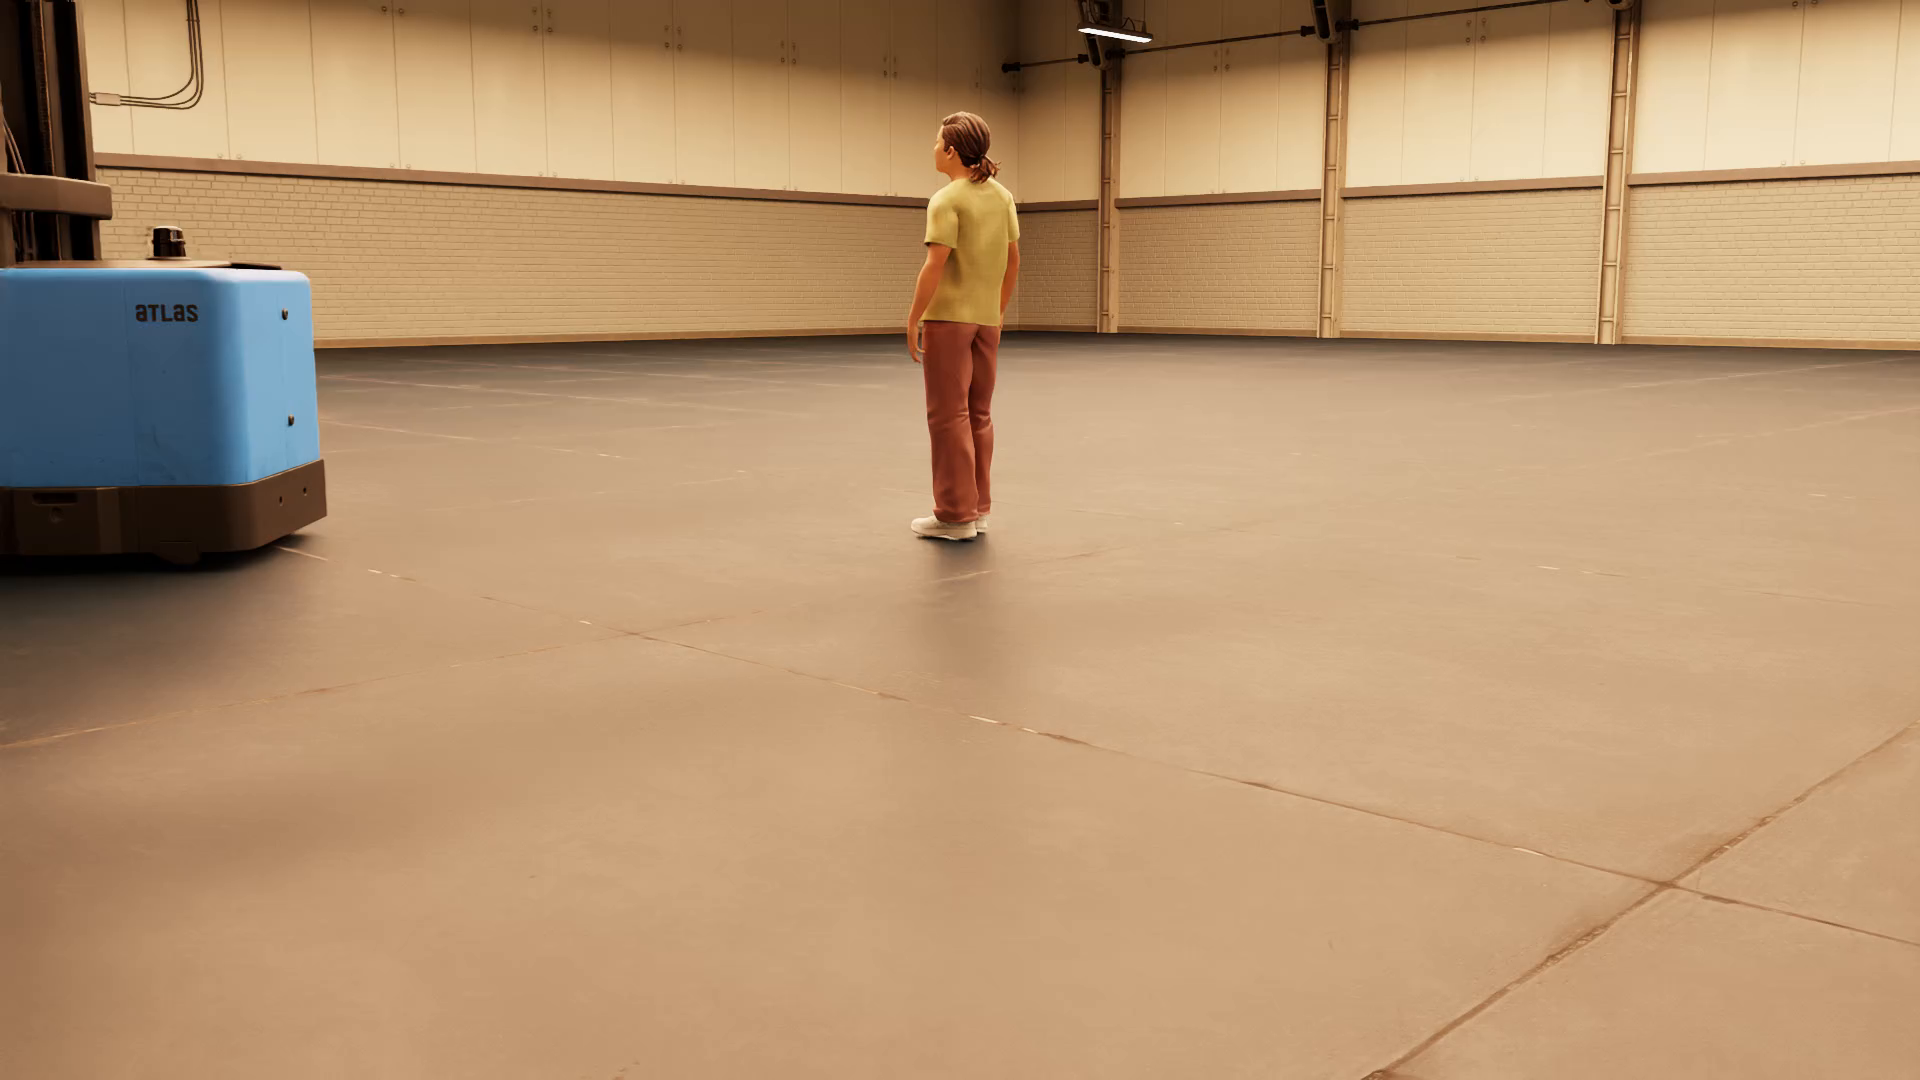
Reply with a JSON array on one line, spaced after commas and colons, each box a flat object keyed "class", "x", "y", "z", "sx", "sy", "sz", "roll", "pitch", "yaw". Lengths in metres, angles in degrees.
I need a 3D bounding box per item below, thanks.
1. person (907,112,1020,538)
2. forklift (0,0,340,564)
[{"class": "person", "x": -0.046, "y": -0.845, "z": 6.651, "sx": 0.548, "sy": 1.673, "sz": 0.554, "roll": 8, "pitch": 12, "yaw": 43}, {"class": "forklift", "x": -4.045, "y": -1.394, "z": 6.134, "sx": 3.031, "sy": 2.935, "sz": 1.130, "roll": -1, "pitch": 9, "yaw": -5}]
